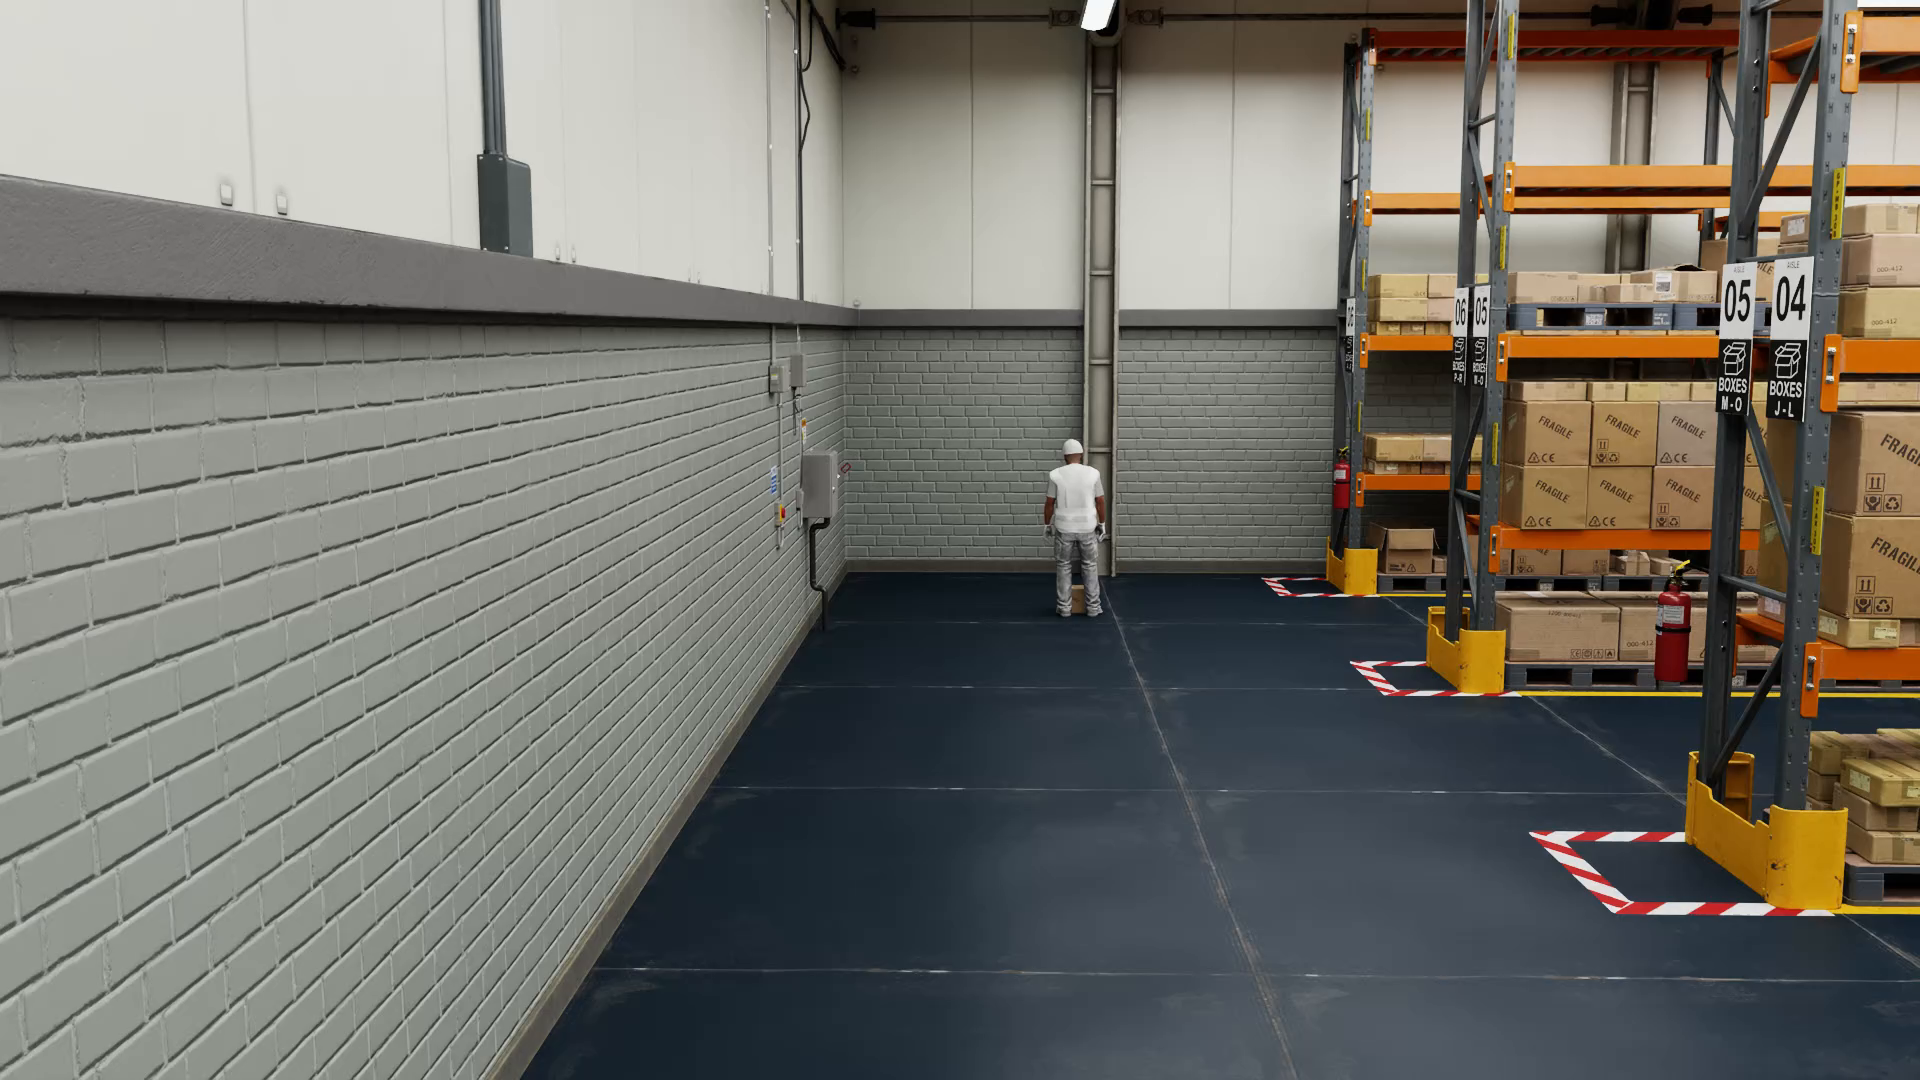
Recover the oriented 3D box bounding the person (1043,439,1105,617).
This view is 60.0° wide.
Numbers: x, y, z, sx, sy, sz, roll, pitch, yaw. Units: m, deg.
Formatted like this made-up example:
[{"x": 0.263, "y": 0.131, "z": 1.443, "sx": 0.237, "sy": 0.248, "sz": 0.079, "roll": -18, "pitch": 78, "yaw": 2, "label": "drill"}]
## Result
[{"x": 1.150, "y": -0.122, "z": 16.695, "sx": 0.629, "sy": 1.775, "sz": 0.445, "roll": 0, "pitch": 7, "yaw": -2, "label": "person"}]
